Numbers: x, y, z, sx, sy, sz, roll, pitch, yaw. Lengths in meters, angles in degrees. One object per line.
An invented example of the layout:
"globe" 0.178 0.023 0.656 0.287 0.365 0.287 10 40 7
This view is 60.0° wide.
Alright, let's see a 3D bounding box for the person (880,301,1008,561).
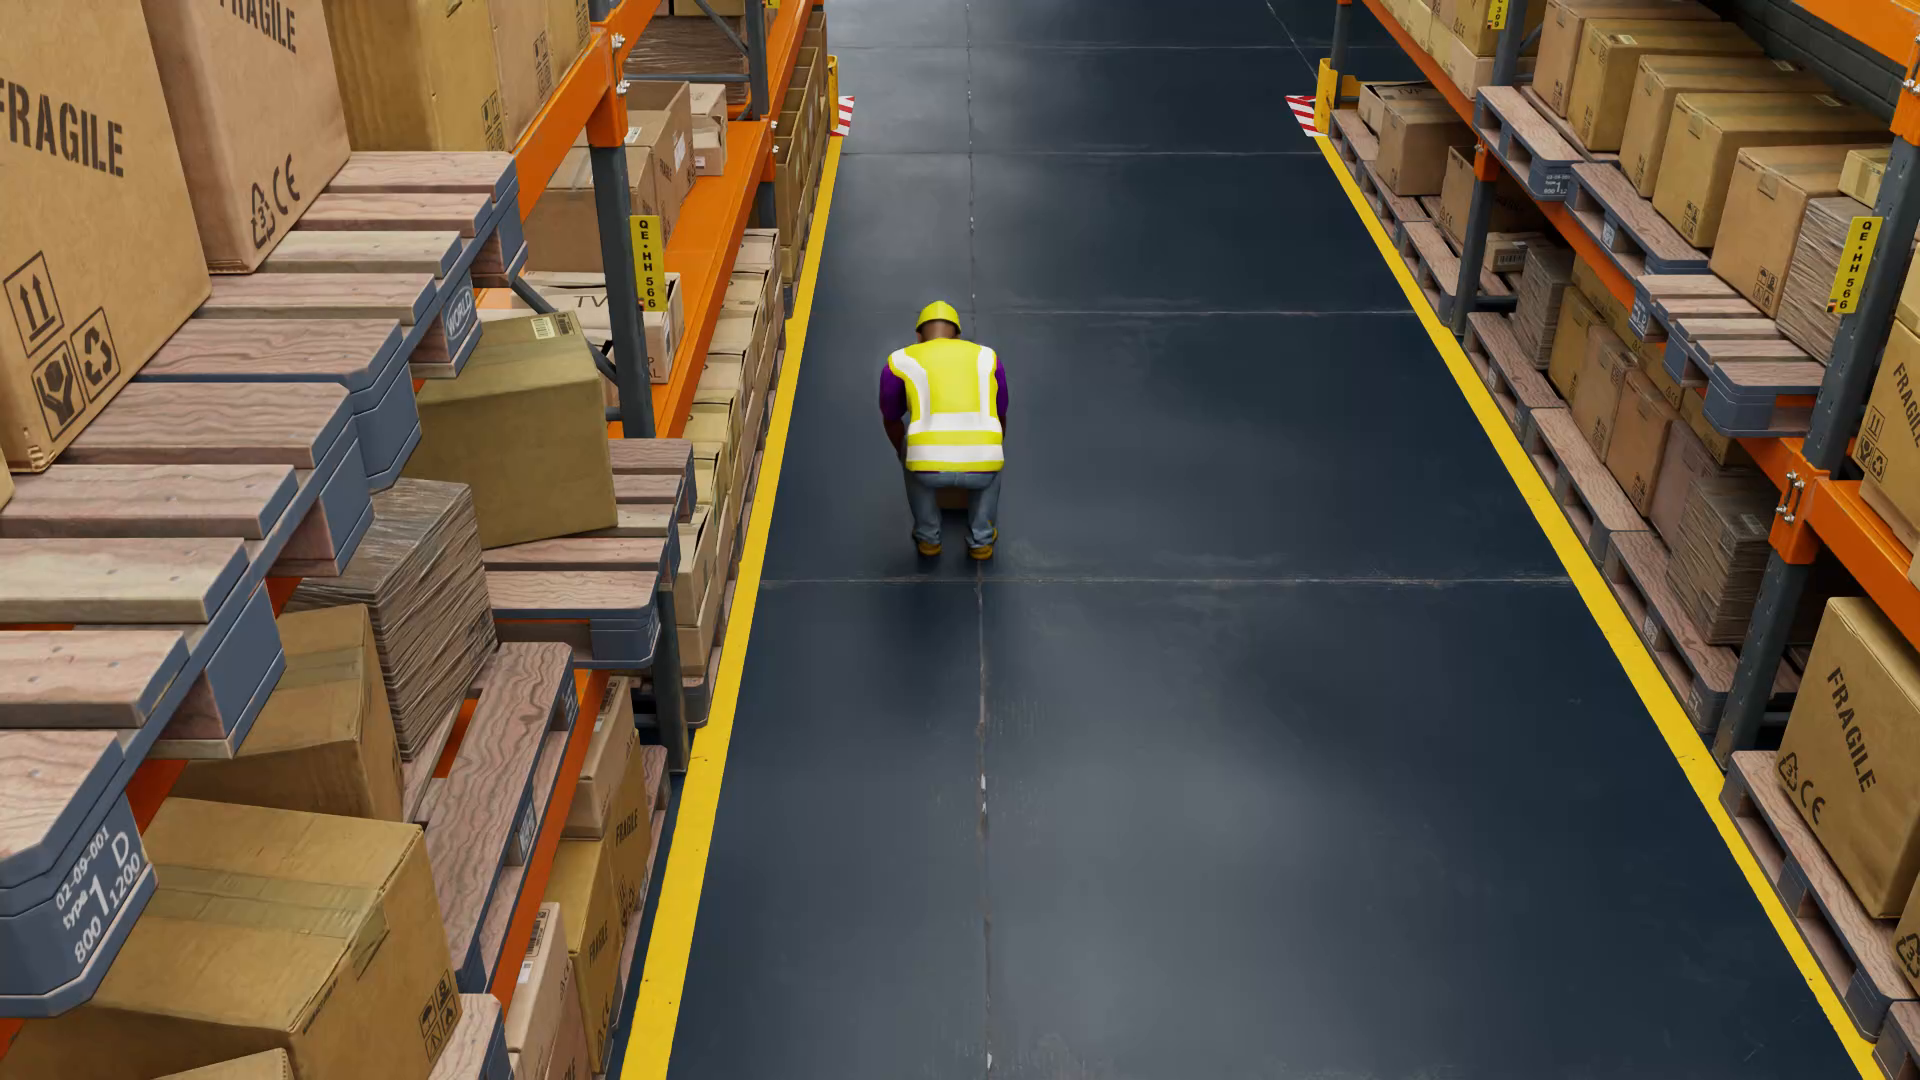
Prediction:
"person" -0.073 -0.473 7.592 0.593 1.039 0.884 0 31 0
